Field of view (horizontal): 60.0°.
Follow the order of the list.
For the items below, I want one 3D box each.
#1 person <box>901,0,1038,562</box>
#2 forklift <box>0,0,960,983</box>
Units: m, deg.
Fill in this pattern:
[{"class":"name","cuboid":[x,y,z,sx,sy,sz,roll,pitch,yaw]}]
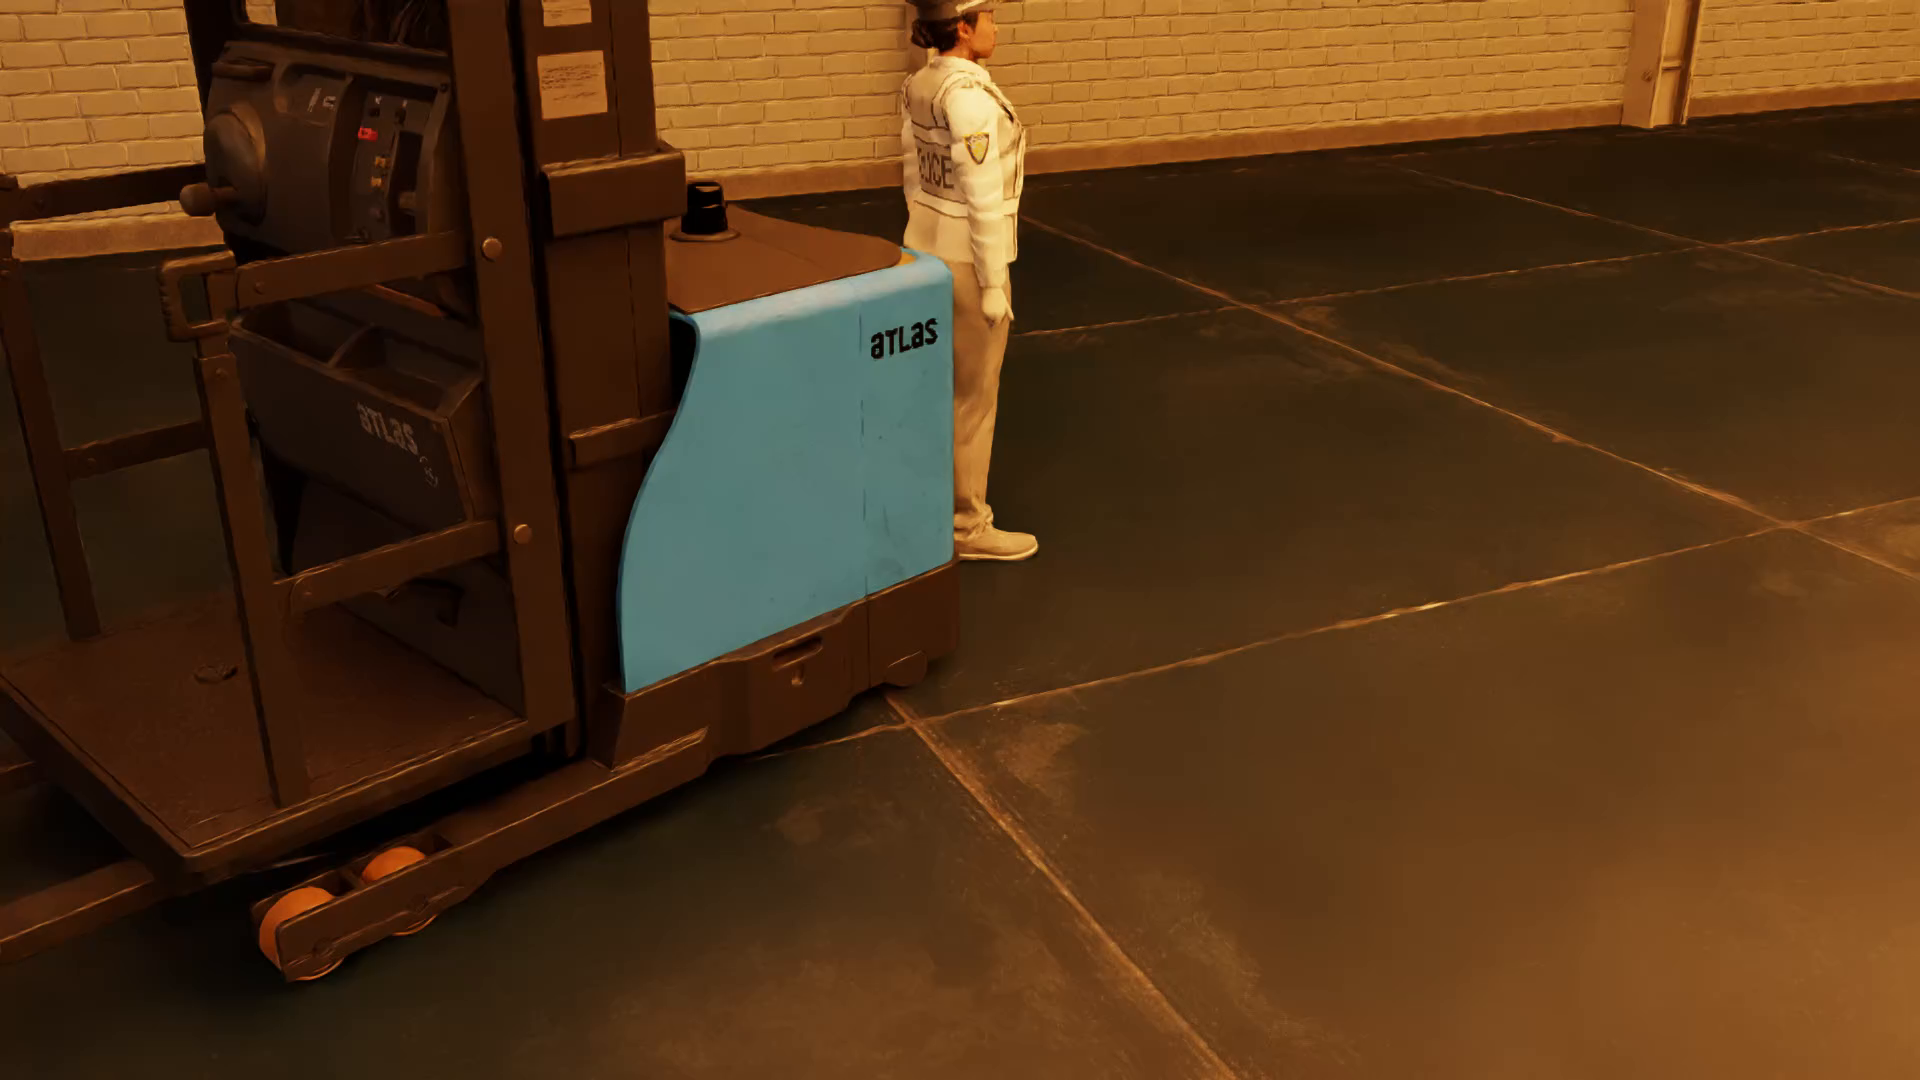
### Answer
[{"class":"person","cuboid":[0.015,-0.780,4.785,0.337,1.692,0.452,-10,25,-23]},{"class":"forklift","cuboid":[-1.386,-0.751,3.095,1.130,2.935,3.031,20,30,40]}]
